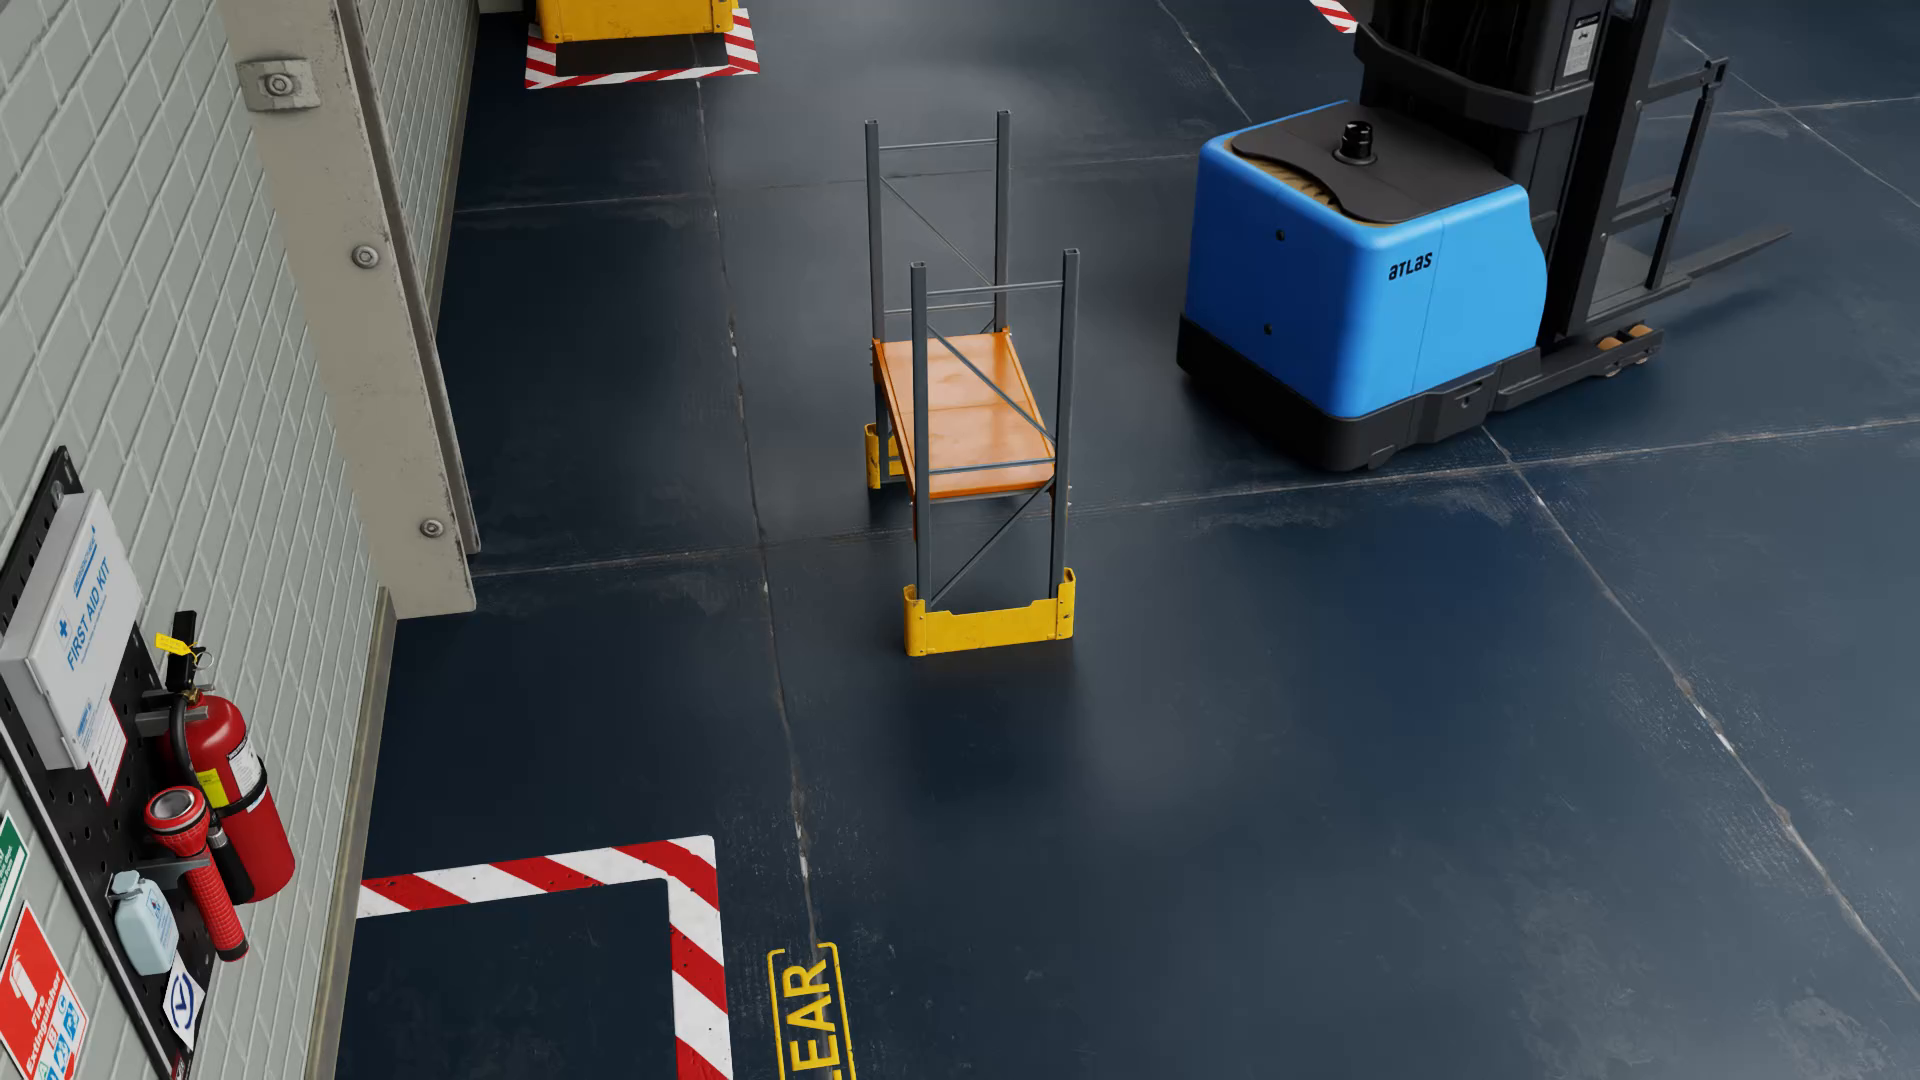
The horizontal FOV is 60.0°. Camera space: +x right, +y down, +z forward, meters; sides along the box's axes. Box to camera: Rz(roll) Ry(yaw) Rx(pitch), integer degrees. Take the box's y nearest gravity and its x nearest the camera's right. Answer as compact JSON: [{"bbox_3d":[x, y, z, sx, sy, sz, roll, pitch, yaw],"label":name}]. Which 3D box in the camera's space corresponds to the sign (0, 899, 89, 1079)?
[{"bbox_3d":[-1.523,0.791,2.757,0.001,0.329,0.234,-6,38,-8],"label":"sign"}]

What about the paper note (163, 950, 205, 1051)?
[{"bbox_3d":[-1.555,0.923,3.336,0.016,0.148,0.142,-6,38,-8],"label":"paper note"}]

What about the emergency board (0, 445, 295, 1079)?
[{"bbox_3d":[-1.518,0.460,3.212,0.194,1.169,0.643,-6,38,-8],"label":"emergency board"}]

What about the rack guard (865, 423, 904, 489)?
[{"bbox_3d":[-0.074,-0.353,6.501,0.587,0.250,0.087,-6,38,-8],"label":"rack guard"}]

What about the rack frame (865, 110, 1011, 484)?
[{"bbox_3d":[-0.074,-0.848,6.119,0.500,1.500,0.032,-6,38,-8],"label":"rack frame"}]

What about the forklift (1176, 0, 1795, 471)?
[{"bbox_3d":[2.444,-2.112,6.580,3.031,2.935,1.130,-21,43,-25],"label":"forklift"}]

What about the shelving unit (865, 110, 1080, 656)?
[{"bbox_3d":[0.013,-0.546,5.731,0.587,1.500,1.083,-6,38,-8],"label":"shelving unit"}]

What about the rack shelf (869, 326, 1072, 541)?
[{"bbox_3d":[0.015,-0.399,5.834,0.538,0.185,1.000,-6,38,-8],"label":"rack shelf"}]

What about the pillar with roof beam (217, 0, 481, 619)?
[{"bbox_3d":[2.324,-3.868,3.895,9.100,9.000,0.400,-6,38,-8],"label":"pillar with roof beam"}]

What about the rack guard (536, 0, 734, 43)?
[{"bbox_3d":[-2.005,-3.389,10.205,1.175,0.500,0.348,-6,38,-8],"label":"rack guard"}]

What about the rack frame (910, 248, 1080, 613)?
[{"bbox_3d":[0.104,-0.234,5.328,0.500,1.500,0.032,-6,38,-8],"label":"rack frame"}]

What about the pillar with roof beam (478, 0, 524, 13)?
[{"bbox_3d":[1.273,-7.493,8.559,9.100,9.000,0.400,-6,38,-8],"label":"pillar with roof beam"}]

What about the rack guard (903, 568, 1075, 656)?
[{"bbox_3d":[0.101,0.248,5.727,0.587,0.250,0.087,-6,38,-8],"label":"rack guard"}]

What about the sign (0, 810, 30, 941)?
[{"bbox_3d":[-1.515,0.578,2.600,0.001,0.109,0.331,-6,38,-8],"label":"sign"}]
